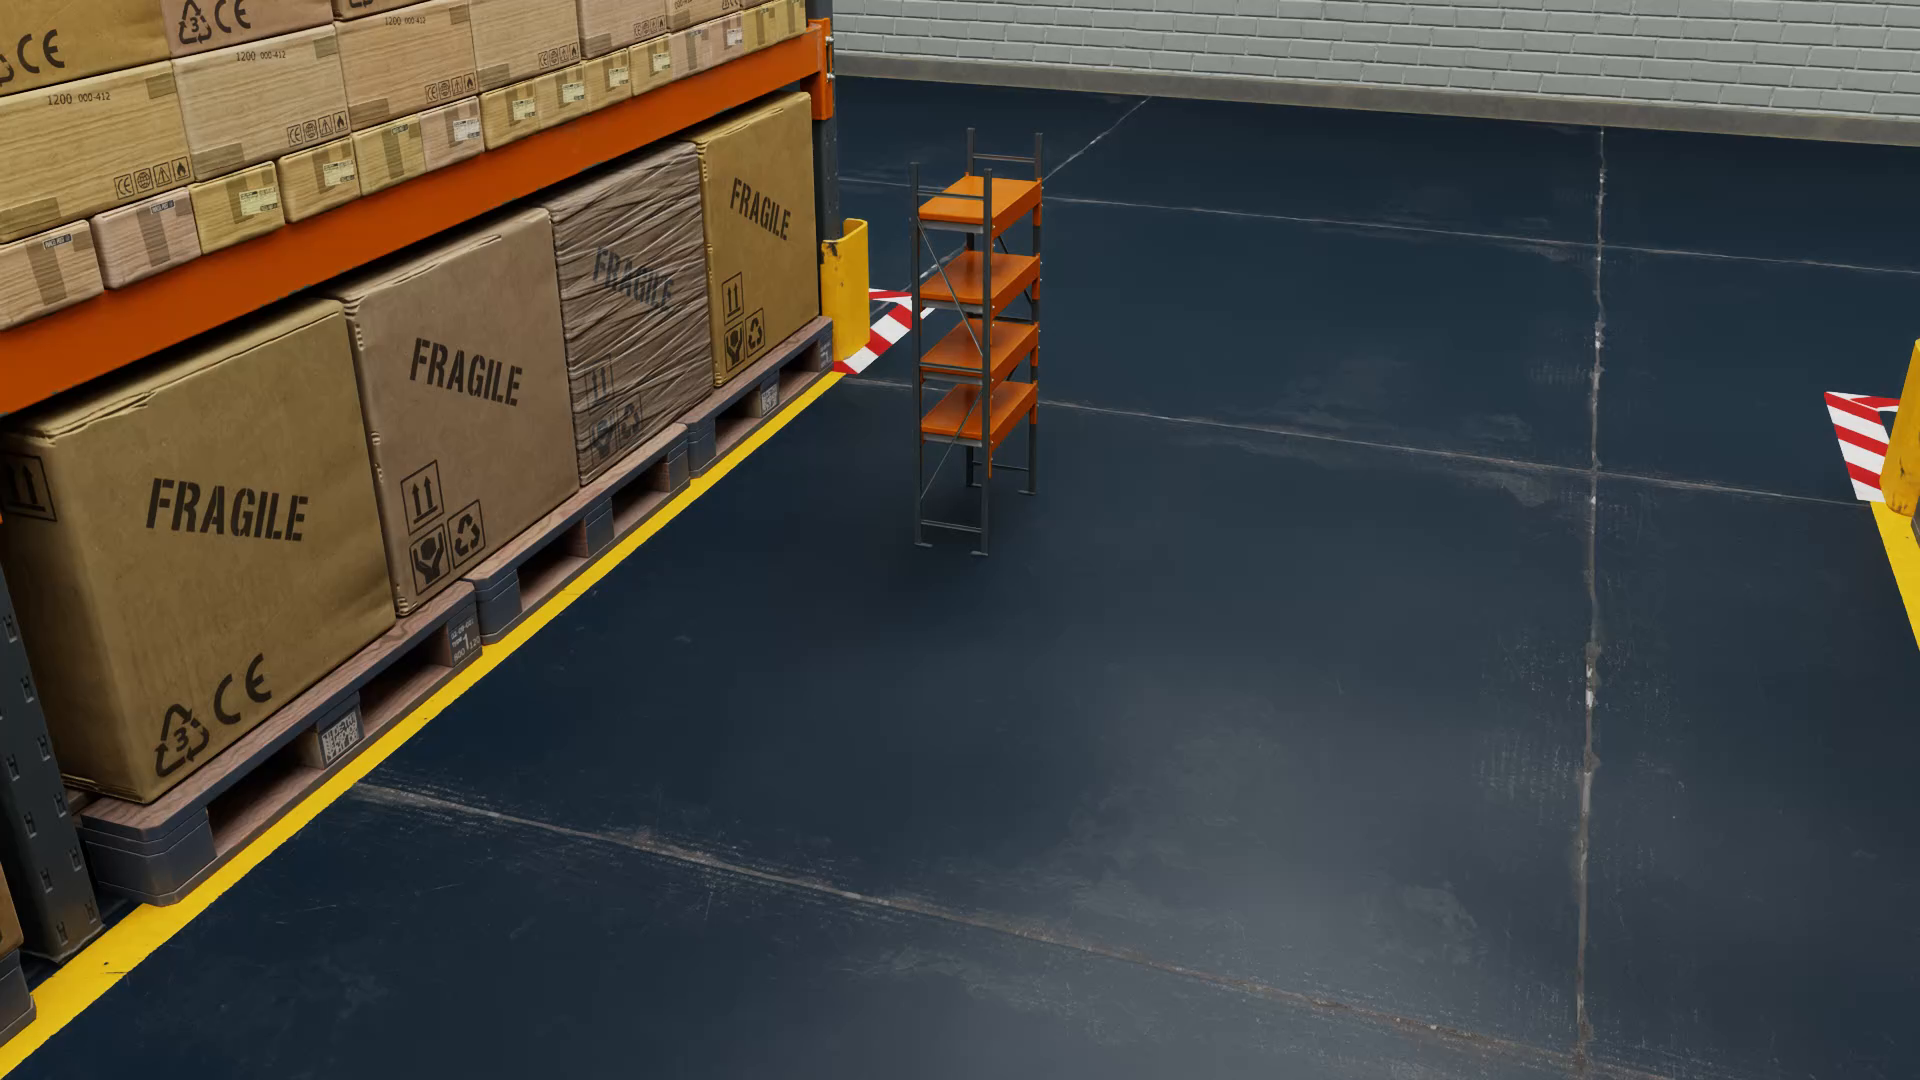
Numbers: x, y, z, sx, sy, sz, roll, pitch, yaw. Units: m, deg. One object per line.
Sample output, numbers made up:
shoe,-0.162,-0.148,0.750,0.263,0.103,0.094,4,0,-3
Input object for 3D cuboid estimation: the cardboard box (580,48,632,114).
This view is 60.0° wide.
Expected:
cardboard box,-1.208,-1.377,4.939,0.380,0.149,0.250,9,27,18

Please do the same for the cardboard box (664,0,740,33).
cardboard box,-1.056,-1.831,5.420,0.500,0.250,0.500,8,27,17

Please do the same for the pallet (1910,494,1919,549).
pallet,3.339,0.165,4.666,1.003,0.211,1.213,9,27,17

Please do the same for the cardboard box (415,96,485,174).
cardboard box,-1.464,-1.060,4.285,0.380,0.149,0.250,9,27,18

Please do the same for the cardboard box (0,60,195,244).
cardboard box,-1.903,-0.788,3.266,0.500,0.250,0.500,8,27,16

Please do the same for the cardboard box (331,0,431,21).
cardboard box,-1.566,-1.546,3.971,0.500,0.500,0.500,8,27,16

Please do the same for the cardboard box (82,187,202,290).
cardboard box,-1.807,-0.635,3.407,0.380,0.149,0.250,8,27,16

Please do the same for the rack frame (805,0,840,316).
rack frame,-0.975,-2.210,6.373,1.000,3.000,0.127,9,27,17

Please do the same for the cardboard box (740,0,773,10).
cardboard box,-0.886,-2.039,5.850,0.500,0.250,0.500,8,27,17

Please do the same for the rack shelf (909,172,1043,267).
rack shelf,0.055,-0.962,4.958,0.258,0.148,0.480,9,27,17

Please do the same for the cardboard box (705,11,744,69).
cardboard box,-0.953,-1.693,5.592,0.380,0.149,0.250,9,27,18

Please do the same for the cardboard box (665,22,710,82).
cardboard box,-1.037,-1.590,5.381,0.380,0.149,0.250,9,27,18

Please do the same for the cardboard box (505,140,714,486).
cardboard box,-1.416,-0.795,5.405,0.875,0.875,0.875,9,27,17

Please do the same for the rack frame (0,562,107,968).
rack frame,-2.307,-0.567,2.978,1.000,3.000,0.127,9,27,17

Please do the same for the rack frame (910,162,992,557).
rack frame,-0.026,-0.508,4.922,0.240,1.200,0.015,9,27,17

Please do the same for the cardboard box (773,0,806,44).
cardboard box,-0.783,-1.903,6.027,0.380,0.149,0.250,9,27,18

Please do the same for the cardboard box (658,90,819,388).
cardboard box,-1.113,-1.169,6.178,0.875,0.875,0.875,9,27,17

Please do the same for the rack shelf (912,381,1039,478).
rack shelf,0.055,-0.369,5.245,0.258,0.148,0.480,9,27,17

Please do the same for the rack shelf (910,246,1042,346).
rack shelf,0.055,-0.749,5.061,0.258,0.148,0.480,9,27,17

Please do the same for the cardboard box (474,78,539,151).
cardboard box,-1.377,-1.168,4.508,0.380,0.149,0.250,8,27,16

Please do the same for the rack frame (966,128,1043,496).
rack frame,0.136,-0.708,5.336,0.240,1.200,0.015,9,27,17

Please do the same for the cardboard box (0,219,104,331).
cardboard box,-1.894,-0.527,3.184,0.380,0.149,0.250,9,27,18

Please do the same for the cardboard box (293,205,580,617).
cardboard box,-1.712,-0.429,4.650,0.875,0.875,0.875,9,27,17

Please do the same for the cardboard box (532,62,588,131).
cardboard box,-1.292,-1.275,4.730,0.380,0.149,0.250,9,27,18

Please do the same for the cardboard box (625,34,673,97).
cardboard box,-1.122,-1.483,5.160,0.380,0.149,0.250,8,27,16

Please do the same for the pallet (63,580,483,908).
pallet,-1.980,0.387,4.208,1.003,0.211,1.213,9,27,17

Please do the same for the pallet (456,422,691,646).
pallet,-1.575,-0.116,5.247,1.003,0.211,1.213,9,27,17

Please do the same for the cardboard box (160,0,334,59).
cardboard box,-1.735,-1.332,3.528,0.500,0.500,0.500,9,27,17

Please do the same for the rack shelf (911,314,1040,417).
rack shelf,0.055,-0.548,5.158,0.258,0.148,0.480,9,27,17

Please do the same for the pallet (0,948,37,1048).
pallet,-2.492,1.016,2.908,1.003,0.211,1.213,9,27,17

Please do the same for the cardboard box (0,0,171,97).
cardboard box,-1.906,-1.130,3.113,0.500,0.500,0.500,9,27,17

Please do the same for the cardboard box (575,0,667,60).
cardboard box,-1.225,-1.622,4.988,0.500,0.250,0.500,8,27,16

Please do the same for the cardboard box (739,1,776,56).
cardboard box,-0.868,-1.796,5.806,0.380,0.149,0.250,9,27,18

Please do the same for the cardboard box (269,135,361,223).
cardboard box,-1.634,-0.851,3.855,0.380,0.149,0.250,8,27,16

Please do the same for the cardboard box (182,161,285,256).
cardboard box,-1.720,-0.743,3.631,0.380,0.149,0.250,10,27,19

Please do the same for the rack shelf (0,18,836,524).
rack shelf,-1.641,-1.065,4.832,1.077,0.370,4.000,9,27,17

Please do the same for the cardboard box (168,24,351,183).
cardboard box,-1.733,-0.992,3.687,0.500,0.250,0.500,9,27,17

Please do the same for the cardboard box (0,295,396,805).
cardboard box,-2.011,-0.059,3.886,0.875,0.875,0.875,9,27,17

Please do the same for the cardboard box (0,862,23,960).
cardboard box,-2.501,0.467,2.800,1.225,0.875,0.875,9,27,18

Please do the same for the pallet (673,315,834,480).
pallet,-1.168,-0.615,6.279,1.003,0.211,1.213,9,27,17

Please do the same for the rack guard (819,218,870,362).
rack guard,-0.967,-1.095,6.938,1.175,0.500,0.348,9,27,17

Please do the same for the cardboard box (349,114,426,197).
cardboard box,-1.549,-0.957,4.072,0.380,0.149,0.250,8,27,17

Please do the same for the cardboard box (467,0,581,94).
cardboard box,-1.394,-1.407,4.545,0.500,0.250,0.500,9,27,18

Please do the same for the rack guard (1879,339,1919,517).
rack guard,3.643,-0.293,5.282,1.175,0.500,0.348,9,27,17

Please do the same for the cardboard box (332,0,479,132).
cardboard box,-1.566,-1.205,4.128,0.500,0.250,0.500,9,27,19

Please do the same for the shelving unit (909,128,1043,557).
shelving unit,0.055,-0.608,5.129,0.258,1.200,0.503,9,27,17
